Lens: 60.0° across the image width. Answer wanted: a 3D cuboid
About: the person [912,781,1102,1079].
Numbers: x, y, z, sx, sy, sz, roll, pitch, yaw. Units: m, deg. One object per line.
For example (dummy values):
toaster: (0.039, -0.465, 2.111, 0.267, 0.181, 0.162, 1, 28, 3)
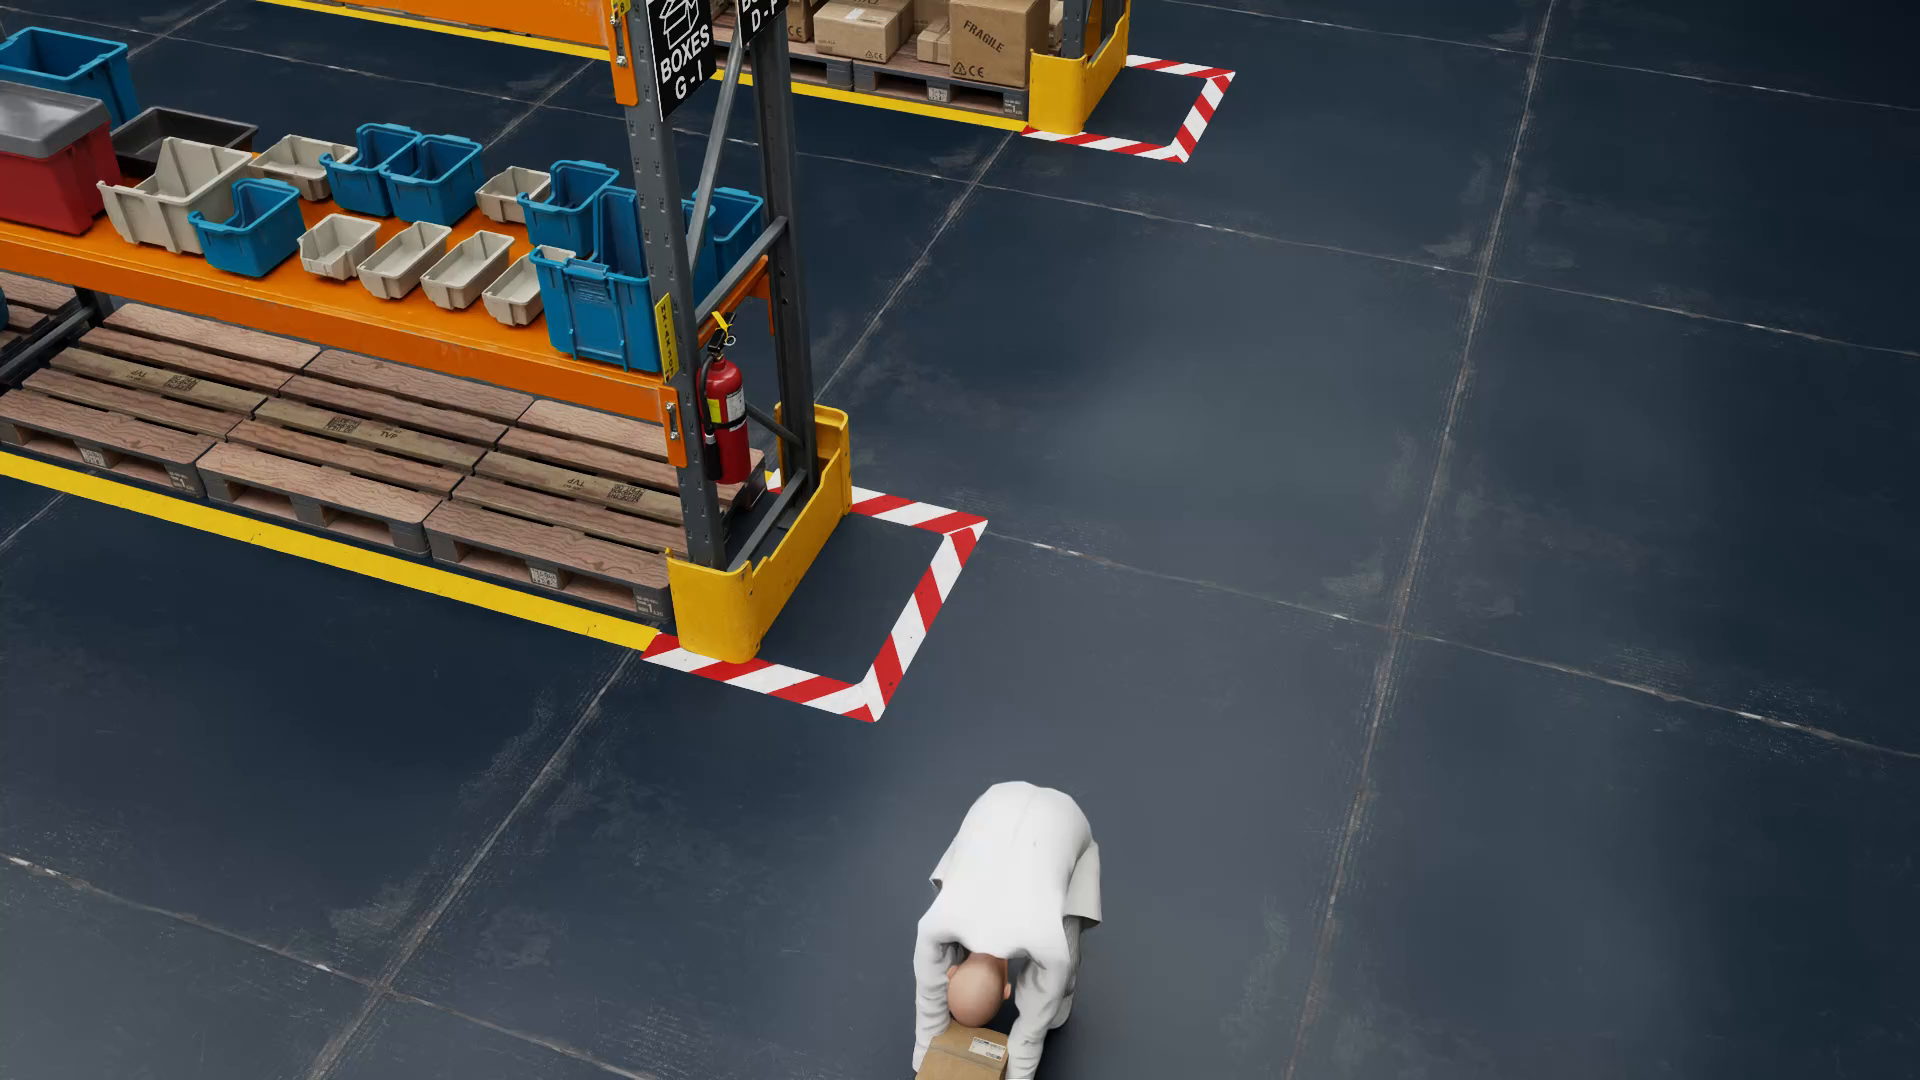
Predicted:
person: (0.148, 1.307, 5.402, 0.581, 0.849, 0.952, 12, 42, 14)
